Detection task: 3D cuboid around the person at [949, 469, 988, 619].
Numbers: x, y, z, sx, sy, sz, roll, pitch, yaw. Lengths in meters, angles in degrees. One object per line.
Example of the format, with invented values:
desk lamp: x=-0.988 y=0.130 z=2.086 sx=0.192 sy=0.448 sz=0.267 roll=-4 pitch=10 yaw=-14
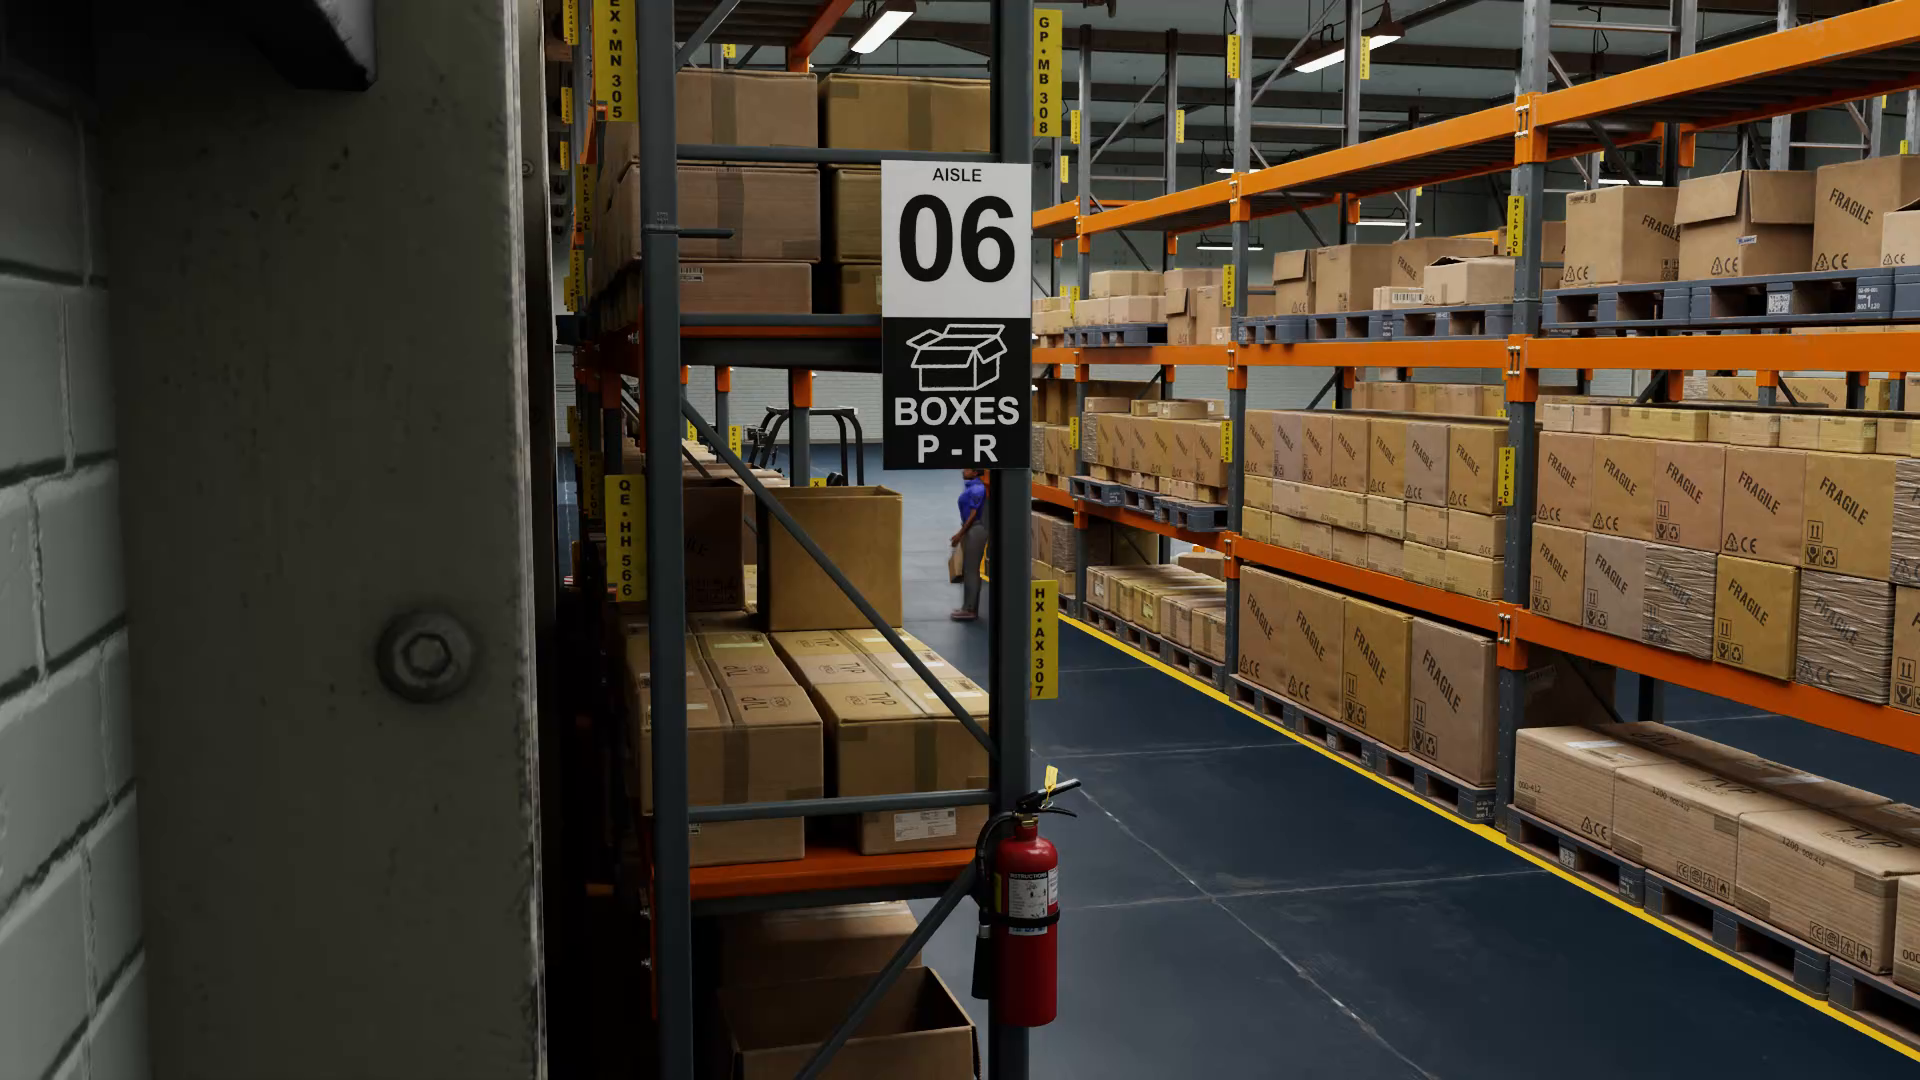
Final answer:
person: x=0.075 y=-0.023 z=17.233 sx=0.398 sy=1.666 sz=0.527 roll=-1 pitch=6 yaw=-8
